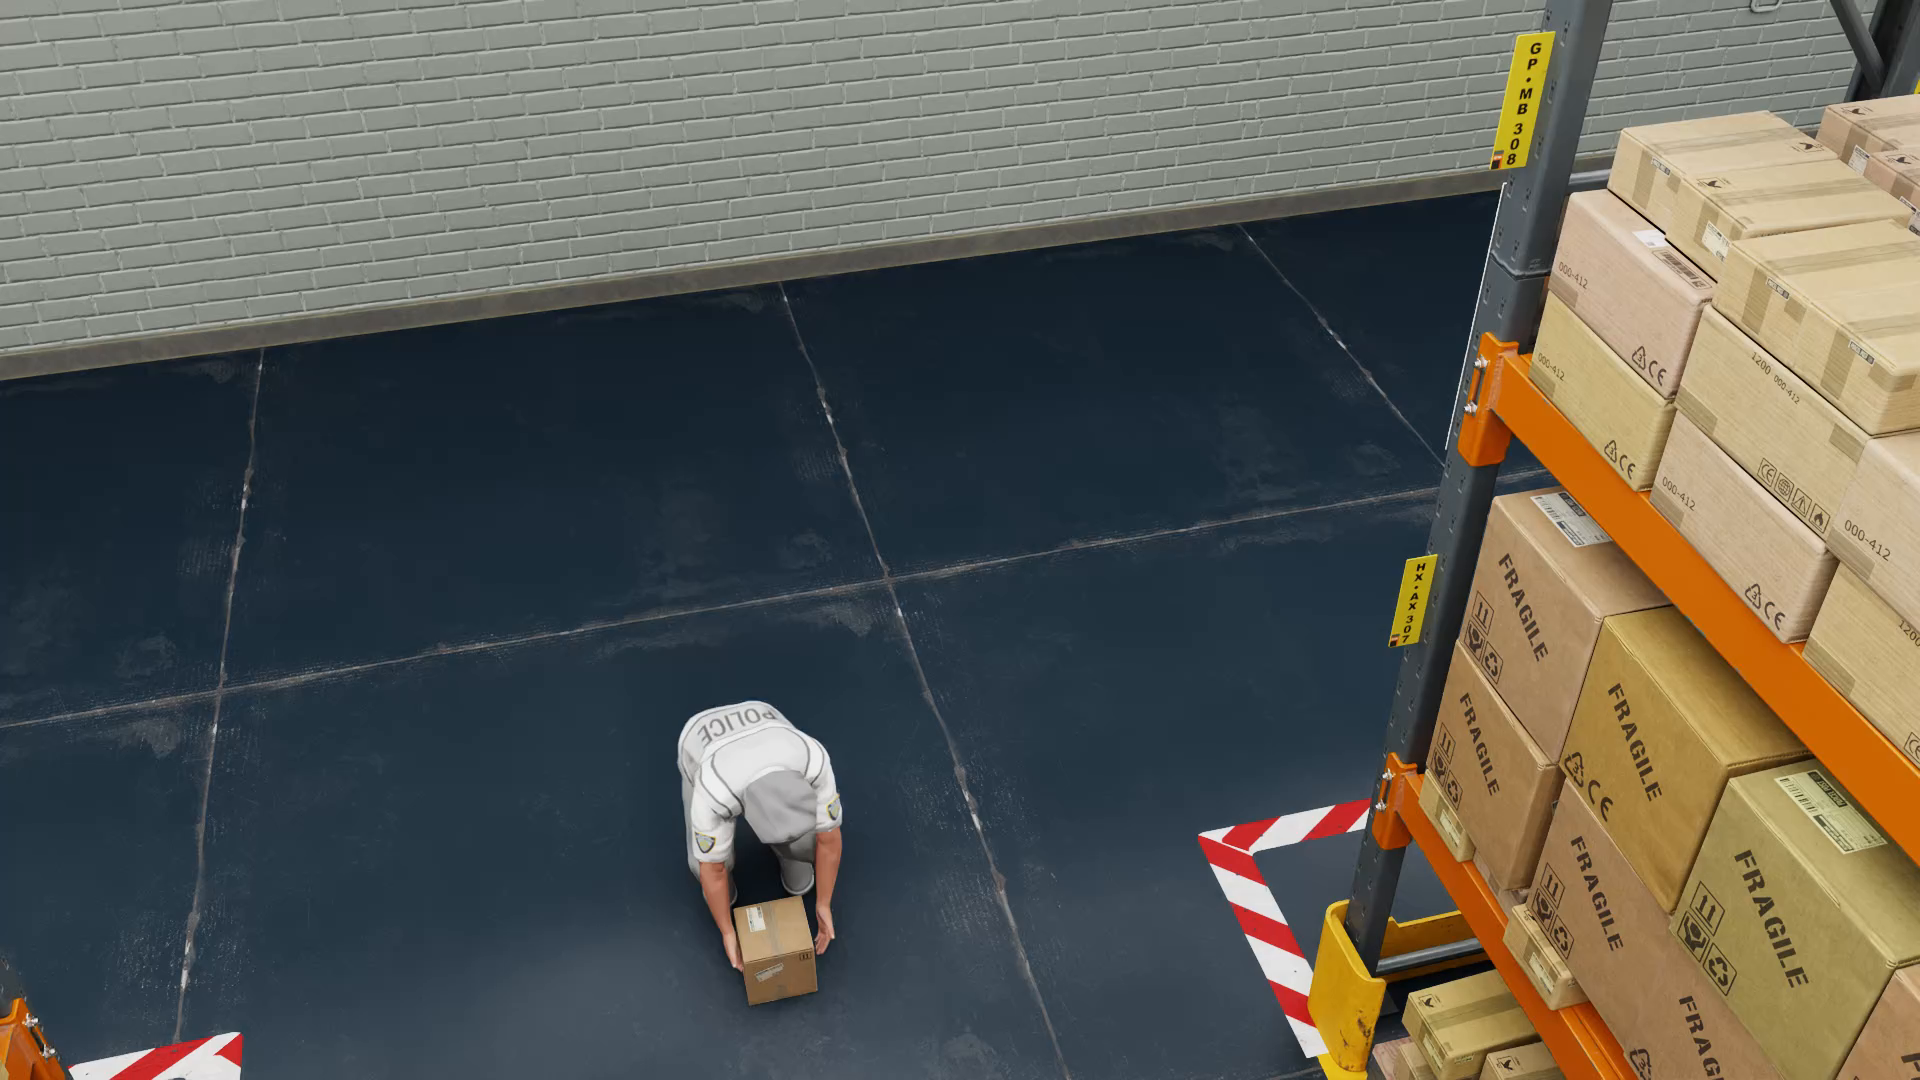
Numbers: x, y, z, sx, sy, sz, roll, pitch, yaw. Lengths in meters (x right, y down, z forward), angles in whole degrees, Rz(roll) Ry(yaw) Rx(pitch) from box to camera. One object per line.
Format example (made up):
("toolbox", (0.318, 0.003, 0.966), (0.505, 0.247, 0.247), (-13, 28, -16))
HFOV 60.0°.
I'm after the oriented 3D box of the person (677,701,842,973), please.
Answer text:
("person", (-0.733, 0.994, 6.073), (0.563, 0.973, 0.951), (-9, 39, -12))
